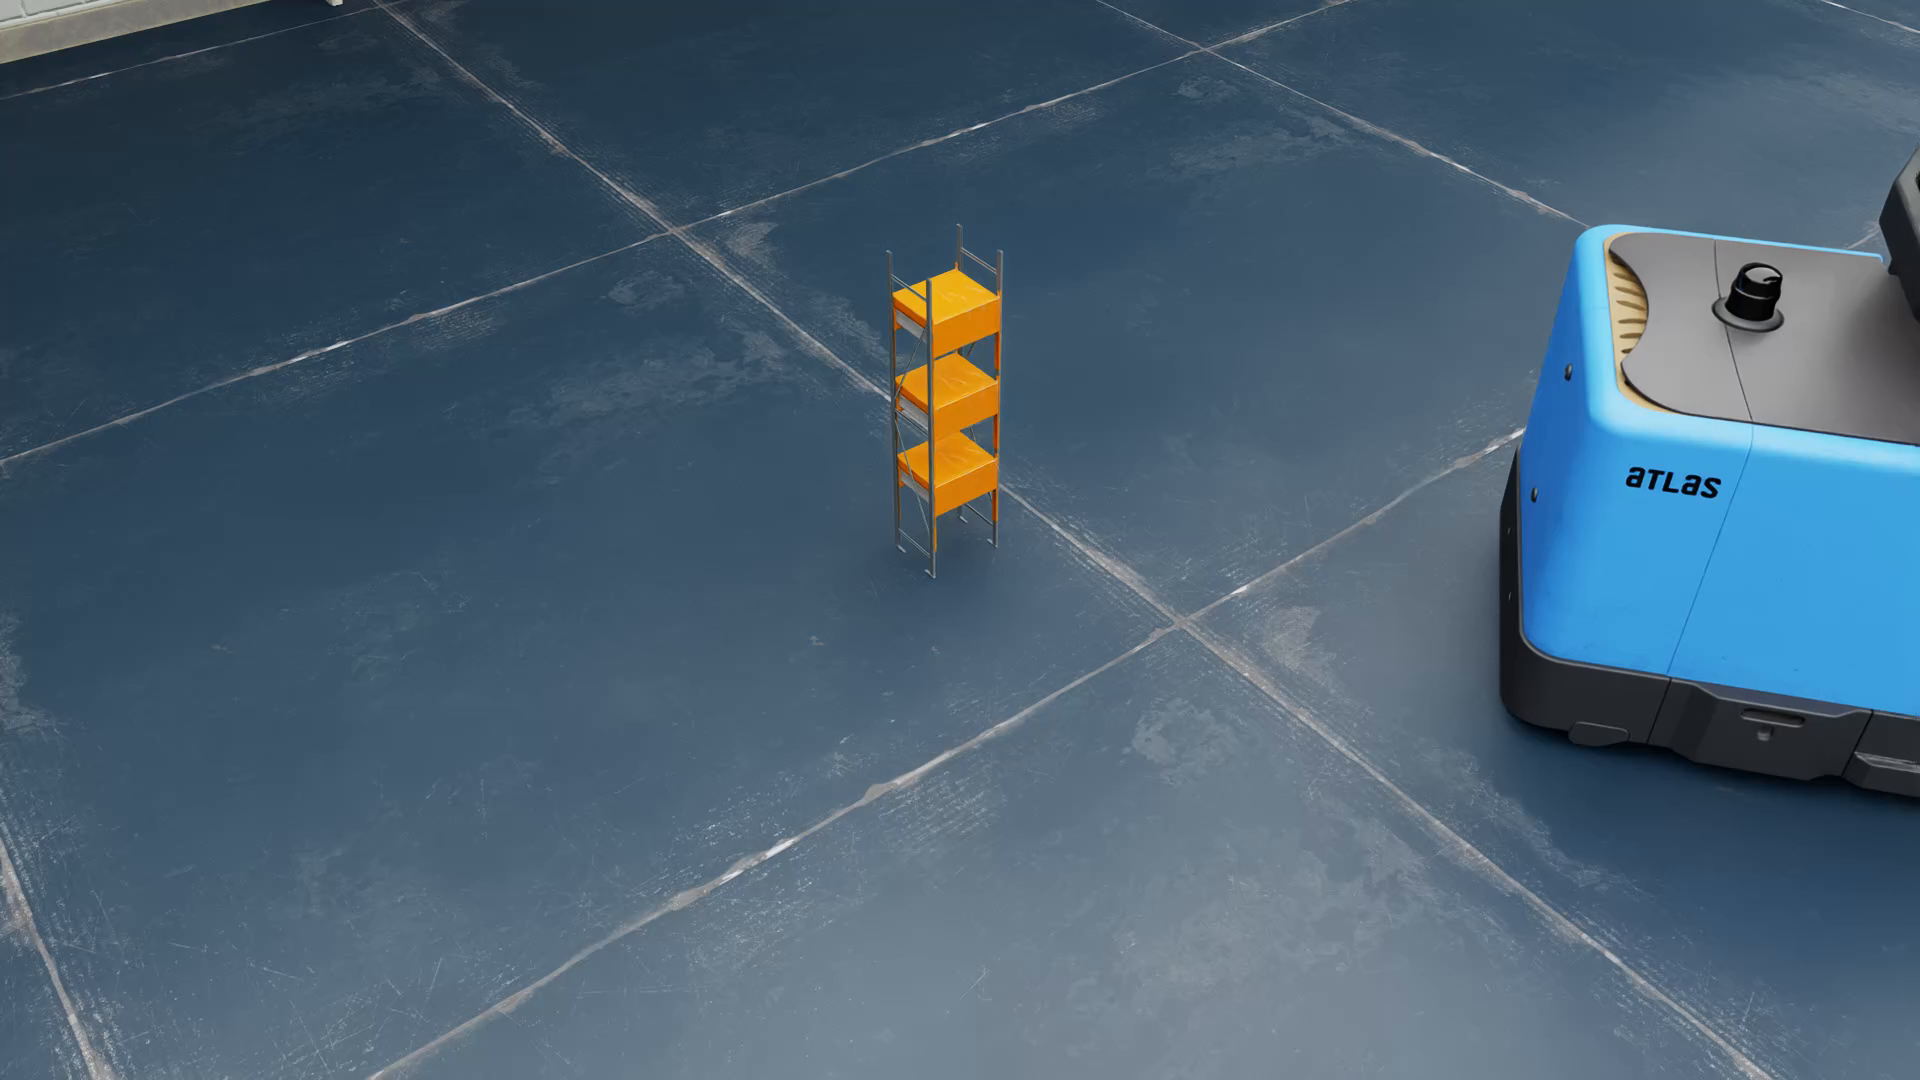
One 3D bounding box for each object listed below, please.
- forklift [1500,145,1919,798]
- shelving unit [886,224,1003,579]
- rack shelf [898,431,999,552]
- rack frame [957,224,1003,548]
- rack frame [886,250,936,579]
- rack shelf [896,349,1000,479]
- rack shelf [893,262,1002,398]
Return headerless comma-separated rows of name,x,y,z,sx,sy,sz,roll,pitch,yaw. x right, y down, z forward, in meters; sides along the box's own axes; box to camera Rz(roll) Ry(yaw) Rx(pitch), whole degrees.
forklift,3.072,-0.677,3.764,3.031,2.935,1.130,9,40,11
shelving unit,-0.042,-0.385,4.892,0.252,1.050,0.215,-26,46,-28
rack shelf,-0.042,-0.162,5.075,0.240,0.259,0.215,-26,46,-28
rack frame,0.054,-0.432,4.949,0.008,1.050,0.200,-26,46,-28
rack frame,-0.139,-0.338,4.834,0.008,1.050,0.200,-26,46,-28
rack shelf,-0.042,-0.377,4.899,0.240,0.259,0.215,-26,46,-28
rack shelf,-0.042,-0.596,4.719,0.240,0.259,0.215,-26,46,-28
